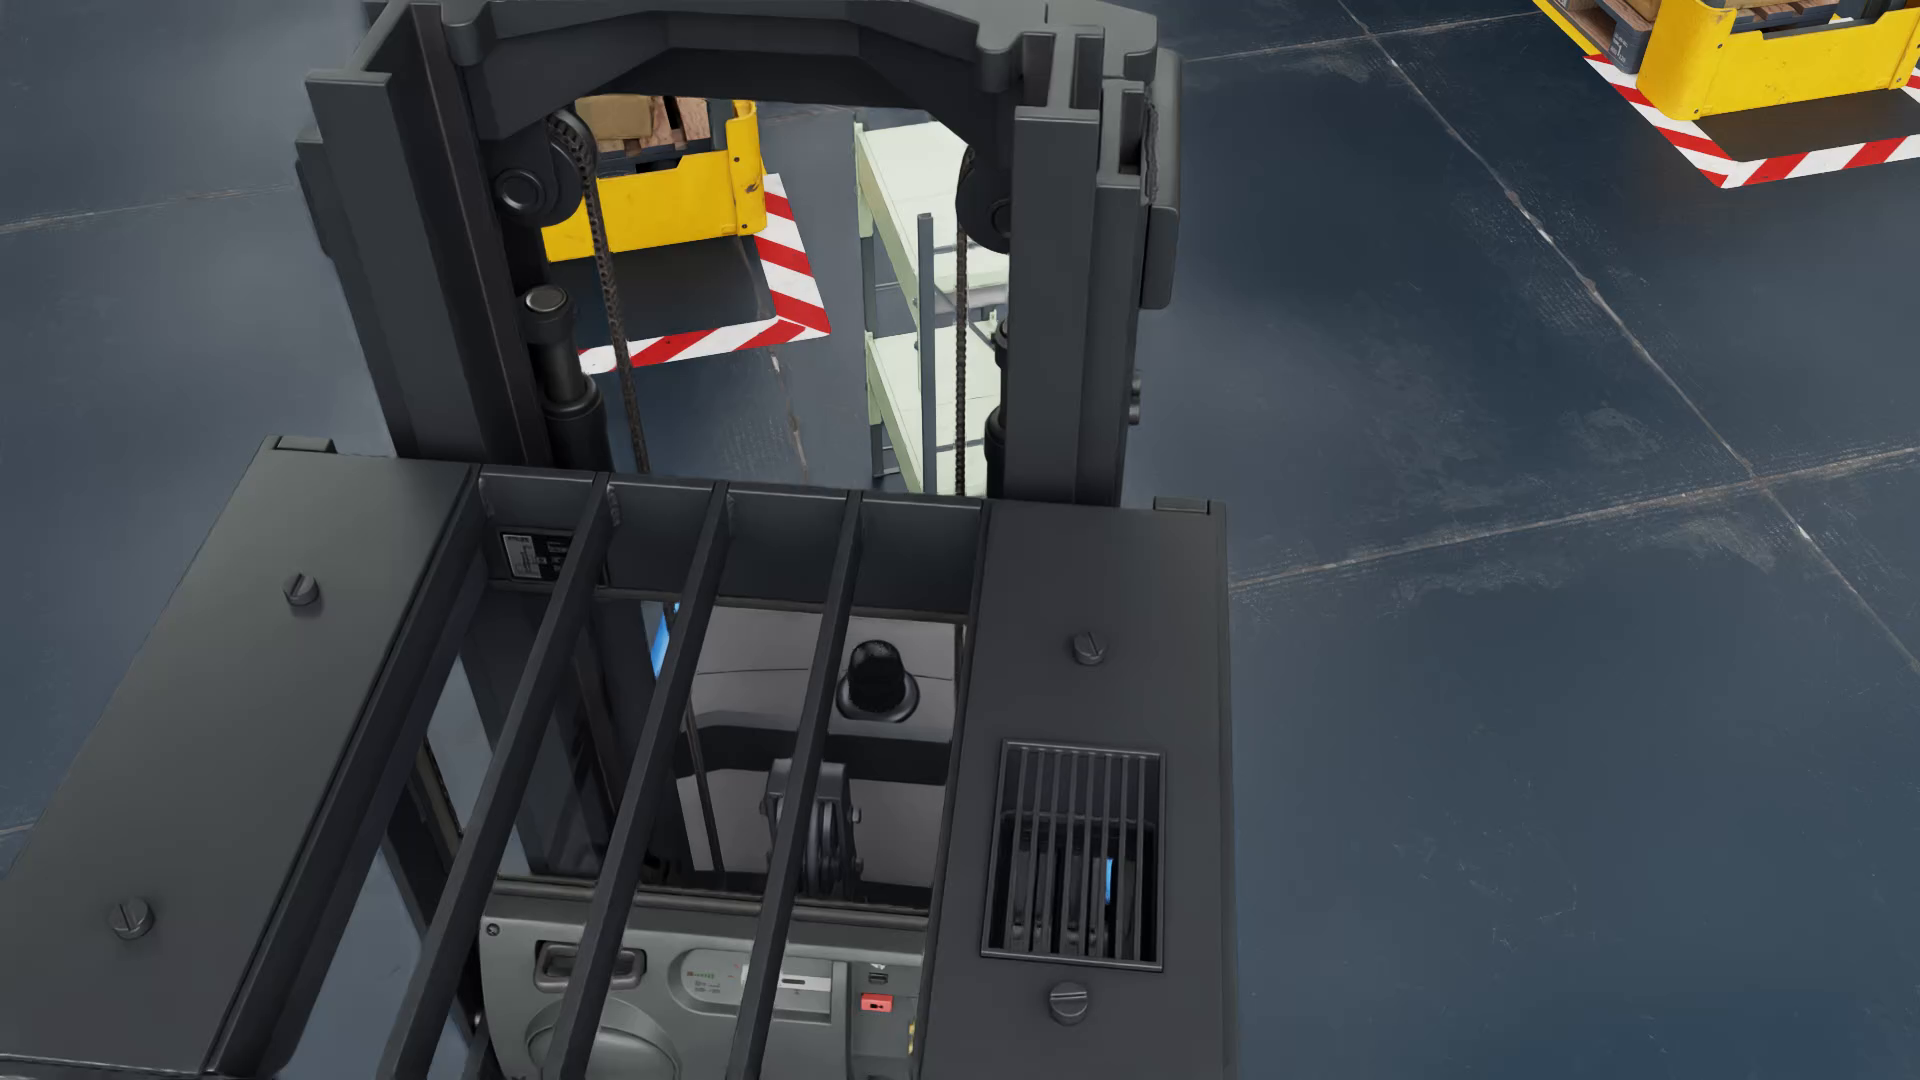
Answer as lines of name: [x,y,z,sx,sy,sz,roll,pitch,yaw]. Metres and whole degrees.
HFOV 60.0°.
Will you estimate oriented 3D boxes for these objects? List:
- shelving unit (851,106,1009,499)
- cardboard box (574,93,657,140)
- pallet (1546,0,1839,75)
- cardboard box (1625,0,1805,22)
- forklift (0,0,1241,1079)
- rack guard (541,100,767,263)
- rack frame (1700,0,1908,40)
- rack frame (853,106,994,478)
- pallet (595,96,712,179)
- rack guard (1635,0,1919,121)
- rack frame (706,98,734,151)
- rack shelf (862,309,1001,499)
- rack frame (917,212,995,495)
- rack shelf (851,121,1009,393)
shelving unit: [0.002,-0.520,4.710,0.431,1.500,0.755,-11,47,-10]
cardboard box: [-1.467,-1.907,6.475,0.500,0.500,0.500,-3,46,-3]
pallet: [3.217,-2.600,7.650,1.003,0.211,1.213,-11,47,-10]
cardboard box: [3.260,-2.897,7.183,0.875,0.875,0.875,-10,47,-10]
forklift: [-0.279,0.854,2.361,1.130,2.935,3.031,4,46,4]
rack guard: [-1.343,-1.379,6.251,1.175,0.500,0.348,-11,47,-10]
rack frame: [3.497,-3.038,6.127,1.000,3.000,0.127,-11,47,-10]
rack frame: [-0.092,-0.773,4.957,0.400,1.500,0.023,-11,47,-10]
pallet: [-1.516,-1.845,6.910,1.003,0.211,1.213,-11,47,-10]
rack guard: [3.504,-2.147,7.004,1.175,0.500,0.348,-11,47,-10]
rack frame: [-1.323,-2.201,5.307,1.000,3.000,0.127,-11,47,-10]
rack shelf: [0.002,-0.292,4.943,0.431,0.370,0.720,-11,47,-10]
rack frame: [0.095,-0.268,4.462,0.400,1.500,0.023,-11,47,-10]
rack shelf: [0.002,-0.793,4.431,0.431,0.370,0.720,-11,47,-10]
